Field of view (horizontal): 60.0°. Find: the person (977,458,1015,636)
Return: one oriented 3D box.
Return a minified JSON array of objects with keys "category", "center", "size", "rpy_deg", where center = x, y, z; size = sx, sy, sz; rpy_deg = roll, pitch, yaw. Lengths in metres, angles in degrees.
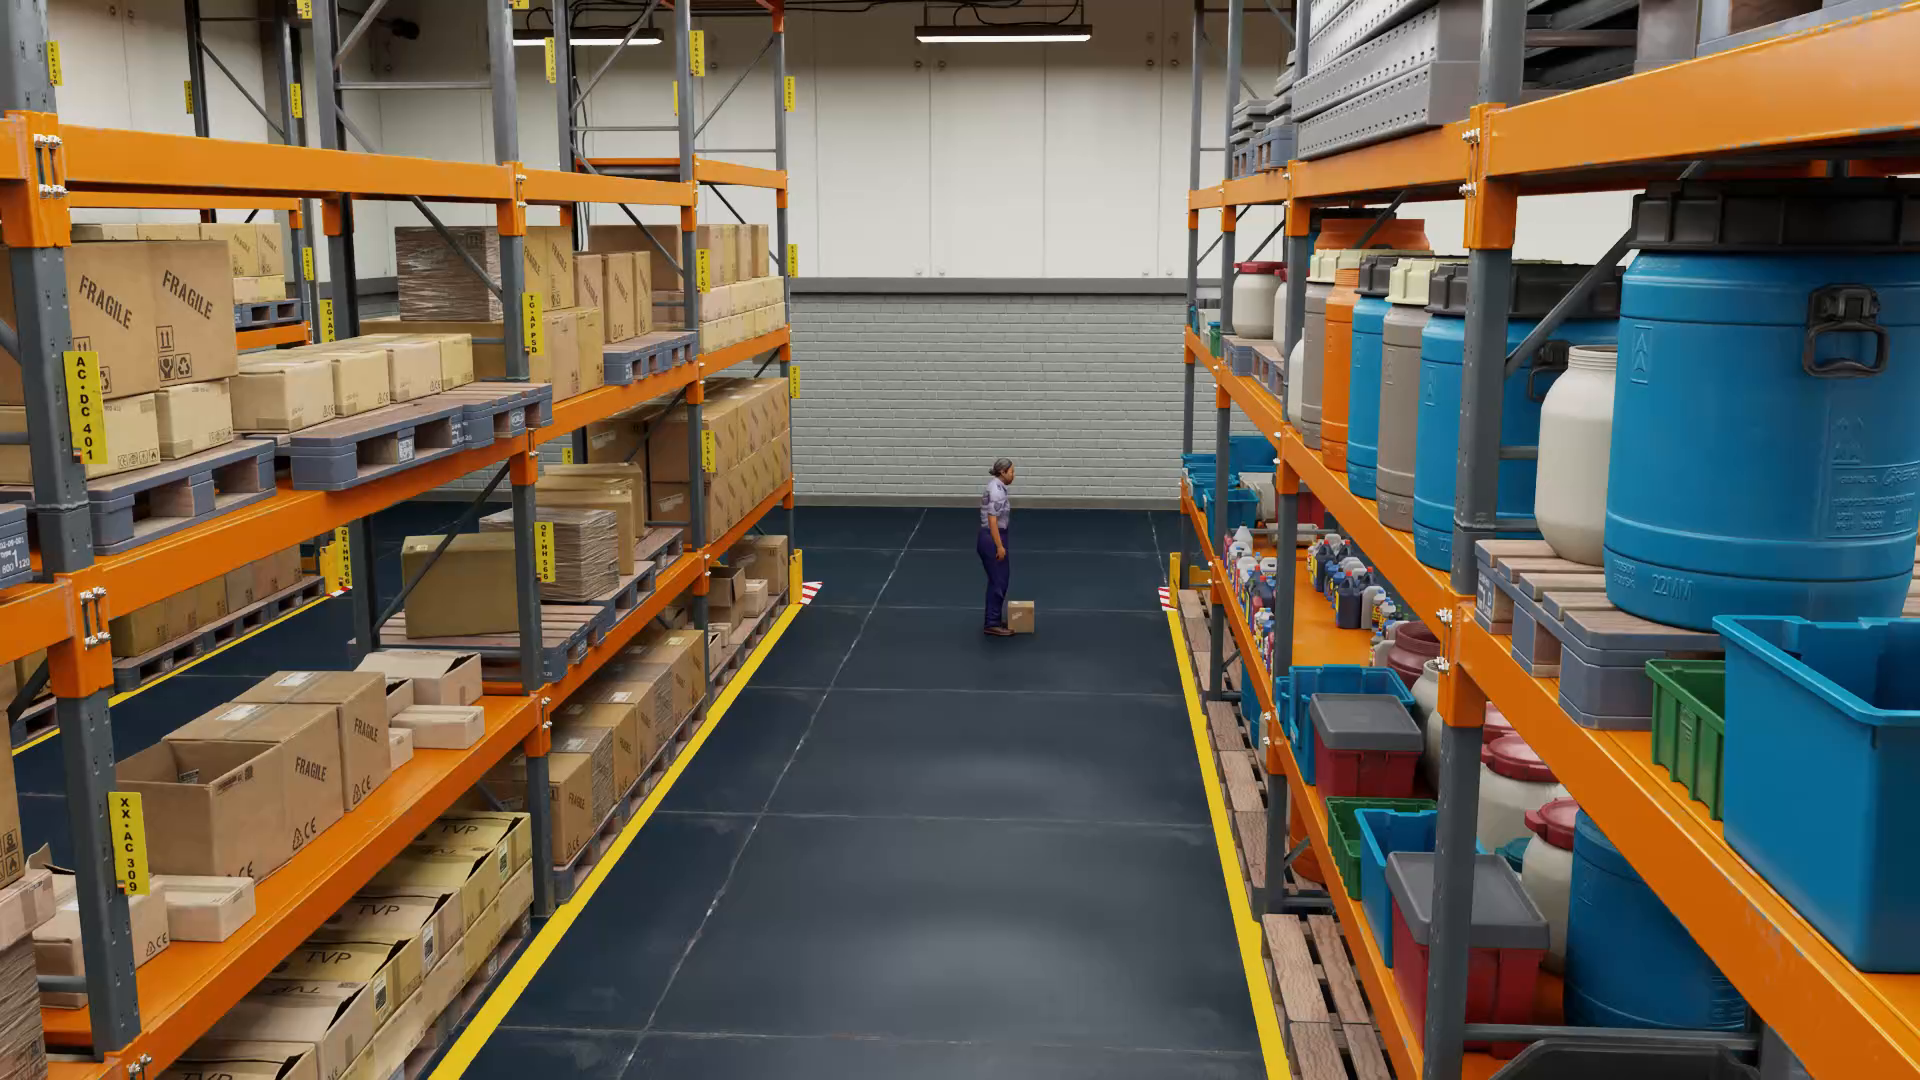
[{"category":"person","center":[0.343,0.054,15.720],"size":[0.371,1.632,0.560],"rpy_deg":[0,11,0]}]
